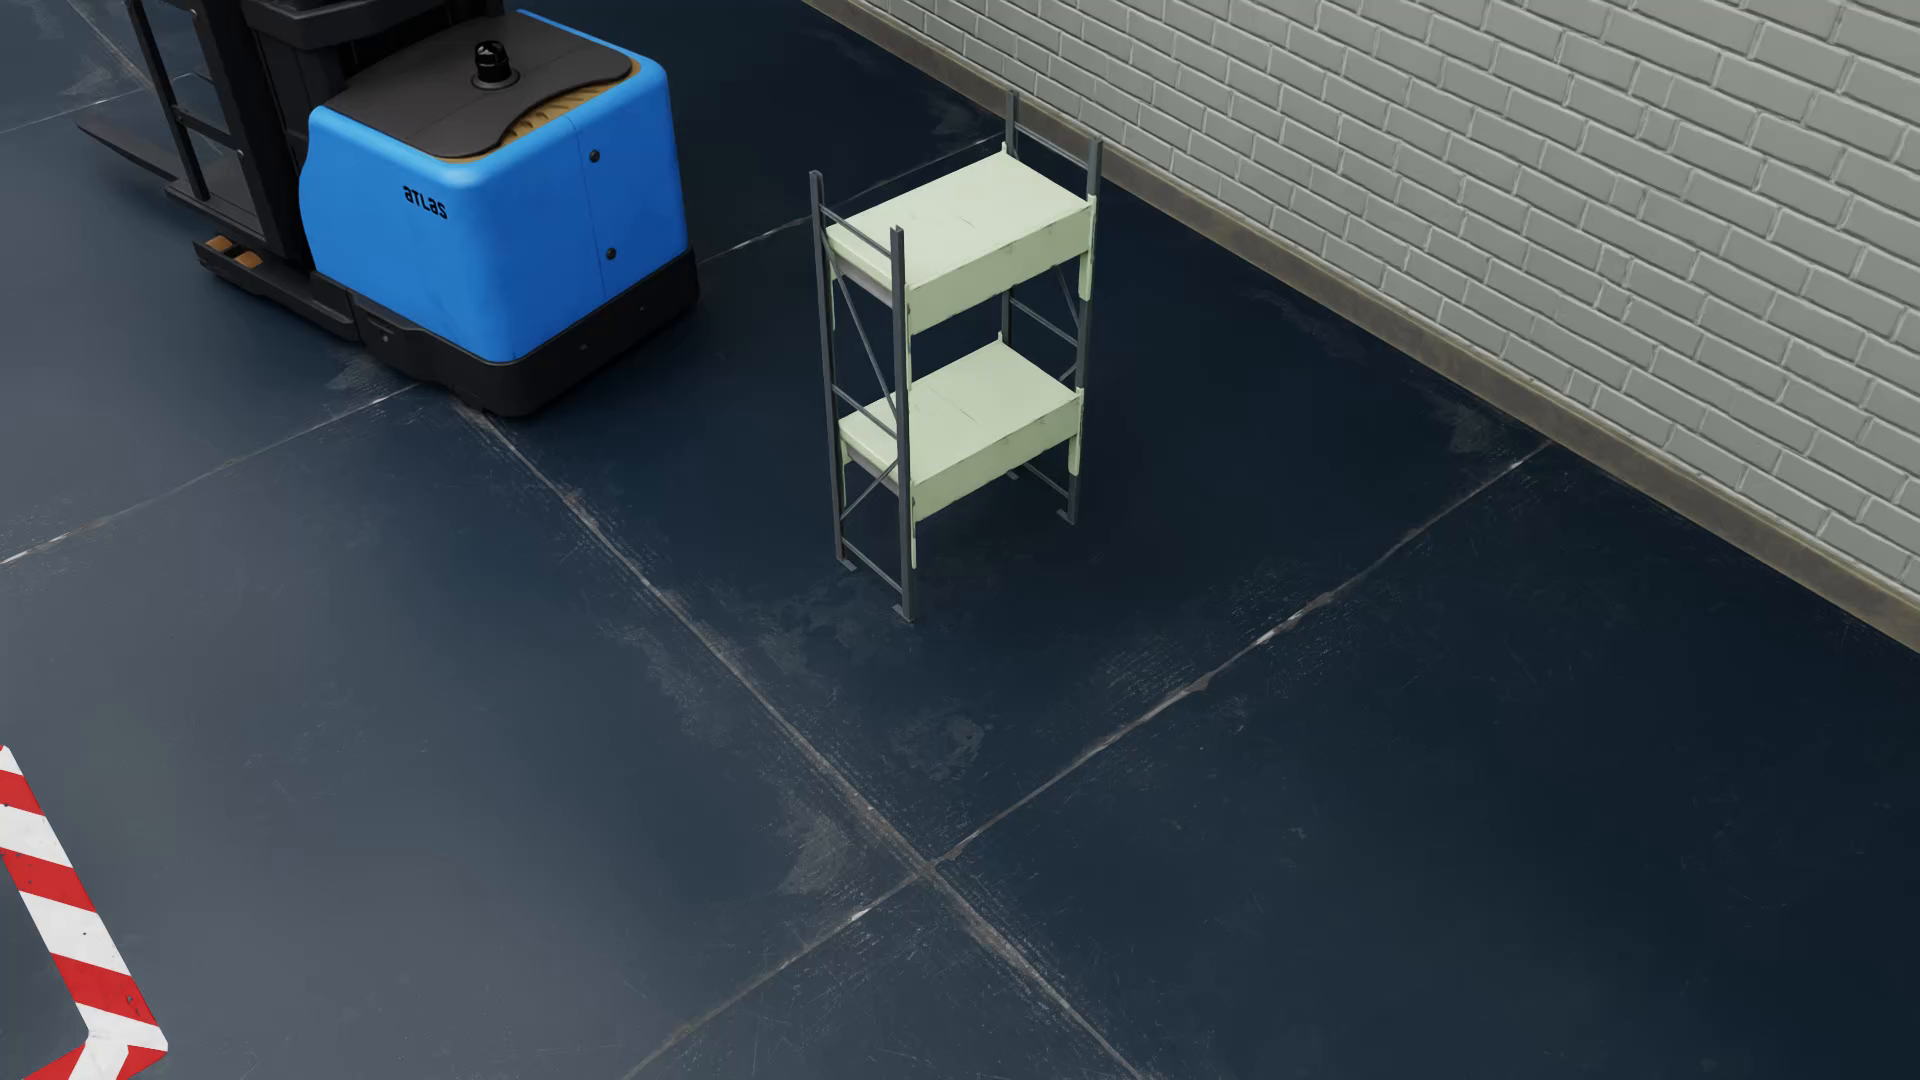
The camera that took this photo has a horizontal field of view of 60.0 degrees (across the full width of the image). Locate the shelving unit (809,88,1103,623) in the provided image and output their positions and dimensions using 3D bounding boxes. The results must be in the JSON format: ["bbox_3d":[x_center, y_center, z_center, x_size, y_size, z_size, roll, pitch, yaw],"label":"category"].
[{"bbox_3d":[-0.005,-0.544,5.233,0.755,1.500,0.431,-30,51,-28],"label":"shelving unit"}]

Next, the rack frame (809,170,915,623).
[{"bbox_3d":[-0.286,-0.383,5.062,0.023,1.500,0.400,-30,51,-28],"label":"rack frame"}]

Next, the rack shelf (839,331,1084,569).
[{"bbox_3d":[-0.005,-0.306,5.457,0.720,0.370,0.431,-30,51,-28],"label":"rack shelf"}]

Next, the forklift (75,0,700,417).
[{"bbox_3d":[-2.536,-2.344,6.105,3.031,2.935,1.130,27,49,26],"label":"forklift"}]

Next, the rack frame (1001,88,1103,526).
[{"bbox_3d":[0.276,-0.705,5.405,0.023,1.500,0.400,-30,51,-28],"label":"rack frame"}]

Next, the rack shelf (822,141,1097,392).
[{"bbox_3d":[-0.005,-0.828,4.966,0.720,0.370,0.431,-30,51,-28],"label":"rack shelf"}]
